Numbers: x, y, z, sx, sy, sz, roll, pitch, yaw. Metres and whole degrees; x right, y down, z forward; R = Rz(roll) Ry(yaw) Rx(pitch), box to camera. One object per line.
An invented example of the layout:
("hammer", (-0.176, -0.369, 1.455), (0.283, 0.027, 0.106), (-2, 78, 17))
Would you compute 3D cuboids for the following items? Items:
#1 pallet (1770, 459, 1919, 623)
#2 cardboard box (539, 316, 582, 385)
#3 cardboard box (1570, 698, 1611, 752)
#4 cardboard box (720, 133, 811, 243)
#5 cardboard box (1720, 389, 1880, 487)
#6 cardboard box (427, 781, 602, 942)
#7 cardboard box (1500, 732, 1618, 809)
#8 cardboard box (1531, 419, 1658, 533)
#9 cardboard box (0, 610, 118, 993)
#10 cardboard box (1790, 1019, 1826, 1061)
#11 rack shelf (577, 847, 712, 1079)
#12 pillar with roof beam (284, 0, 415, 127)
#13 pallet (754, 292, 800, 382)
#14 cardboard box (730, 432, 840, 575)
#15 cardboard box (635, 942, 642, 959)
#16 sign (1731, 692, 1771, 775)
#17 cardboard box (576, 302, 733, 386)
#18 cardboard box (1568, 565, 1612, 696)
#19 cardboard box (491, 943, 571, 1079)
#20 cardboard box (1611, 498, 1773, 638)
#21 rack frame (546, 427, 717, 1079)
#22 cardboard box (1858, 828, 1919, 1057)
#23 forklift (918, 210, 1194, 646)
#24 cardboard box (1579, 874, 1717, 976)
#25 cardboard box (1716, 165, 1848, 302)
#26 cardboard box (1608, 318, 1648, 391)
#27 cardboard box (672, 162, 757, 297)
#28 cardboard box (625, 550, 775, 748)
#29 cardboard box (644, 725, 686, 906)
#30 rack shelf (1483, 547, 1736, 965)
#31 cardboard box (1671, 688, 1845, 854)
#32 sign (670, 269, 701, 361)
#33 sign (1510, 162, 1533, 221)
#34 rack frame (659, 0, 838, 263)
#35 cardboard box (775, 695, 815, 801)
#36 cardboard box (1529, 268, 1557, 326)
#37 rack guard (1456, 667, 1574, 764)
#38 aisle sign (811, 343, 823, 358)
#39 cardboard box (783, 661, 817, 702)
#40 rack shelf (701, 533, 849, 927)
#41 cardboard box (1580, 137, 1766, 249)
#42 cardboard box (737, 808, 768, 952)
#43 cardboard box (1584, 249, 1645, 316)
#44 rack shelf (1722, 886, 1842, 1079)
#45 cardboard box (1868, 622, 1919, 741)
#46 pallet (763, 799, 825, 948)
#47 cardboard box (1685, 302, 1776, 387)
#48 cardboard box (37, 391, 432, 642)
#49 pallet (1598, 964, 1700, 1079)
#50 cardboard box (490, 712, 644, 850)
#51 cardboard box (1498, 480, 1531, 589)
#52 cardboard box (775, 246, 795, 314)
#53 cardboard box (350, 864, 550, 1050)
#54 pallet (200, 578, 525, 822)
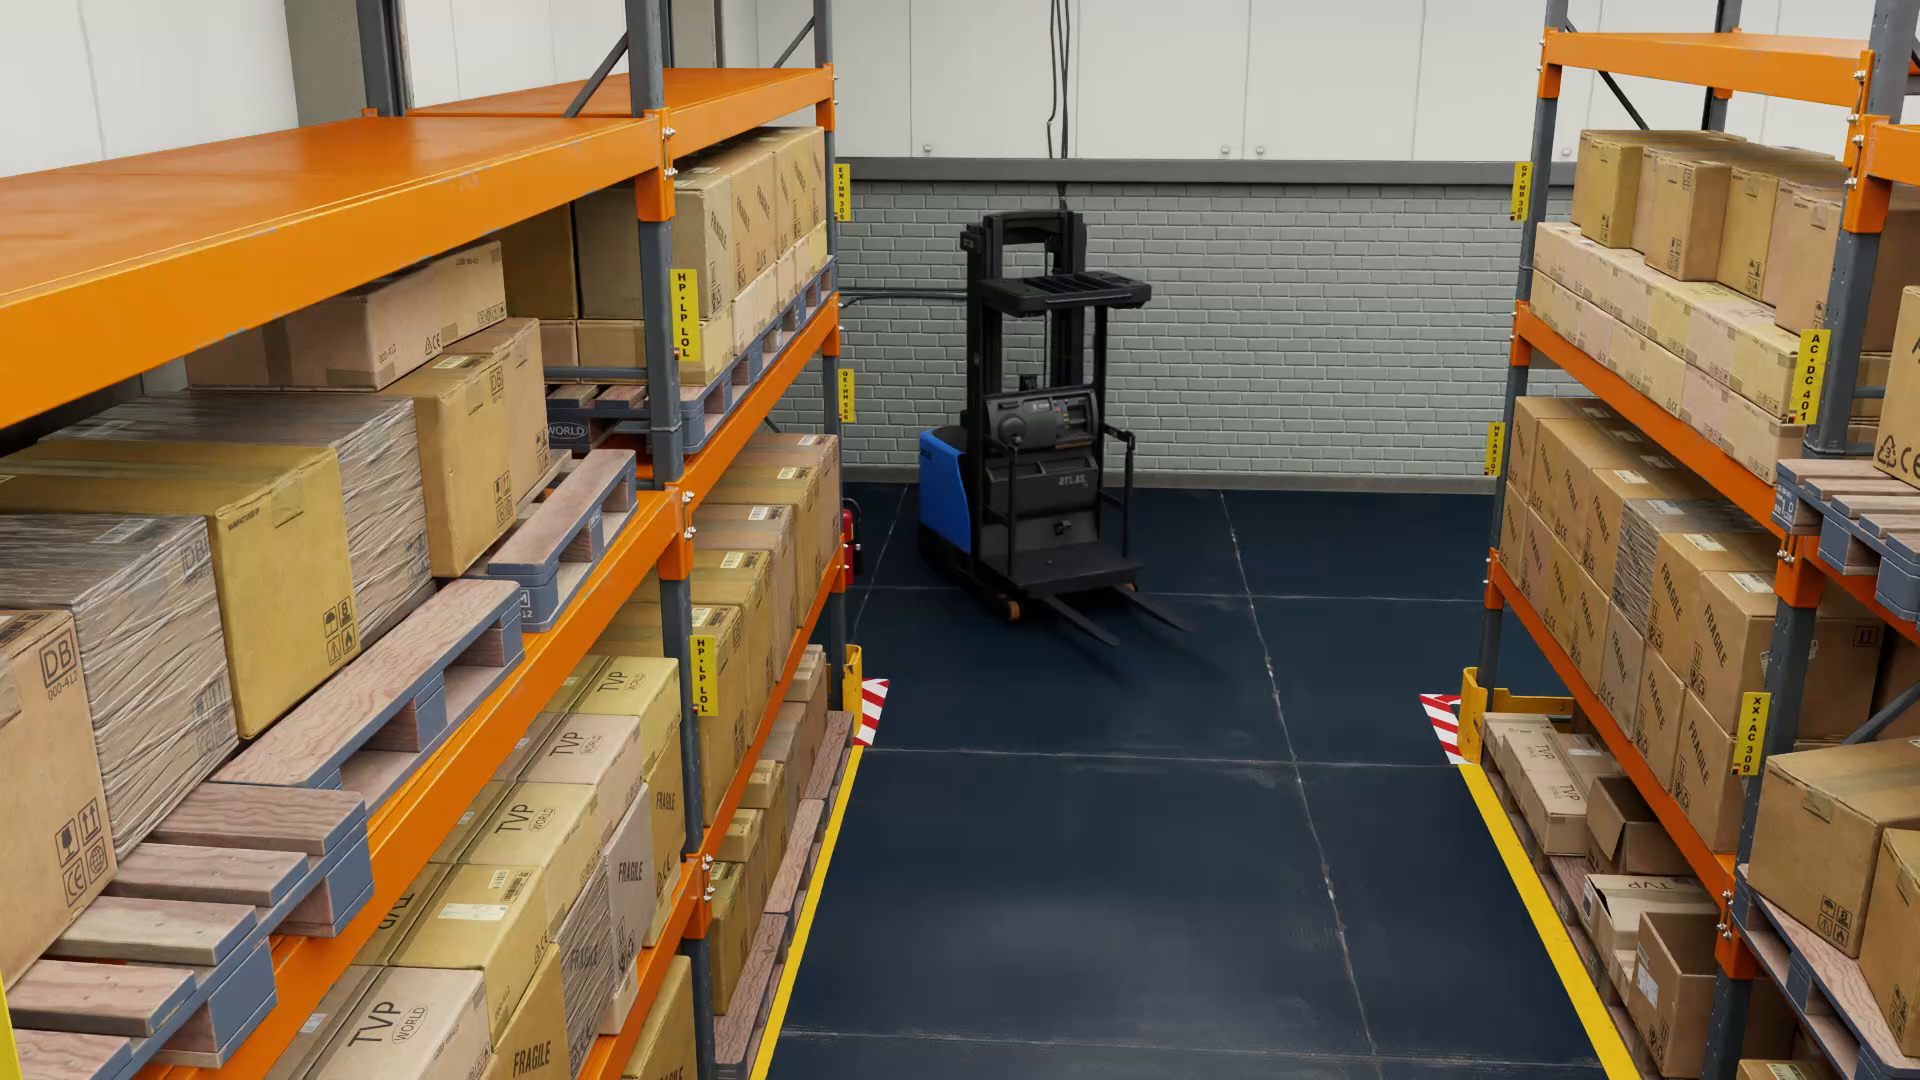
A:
("pallet", (3.310, -0.007, 5.111), (1.213, 0.211, 1.003), (1, 18, 4))
("cardboard box", (-1.700, -0.800, 6.636), (0.500, 0.250, 0.500), (1, 18, 4))
("cardboard box", (3.920, 1.039, 9.742), (0.500, 0.500, 0.500), (1, 18, 4))
("cardboard box", (-1.055, -1.792, 8.460), (0.500, 0.500, 0.500), (2, 18, 6))
("cardboard box", (3.196, -0.383, 6.197), (0.500, 0.250, 0.500), (1, 18, 4))
("cardboard box", (-1.376, 0.932, 4.887), (0.500, 0.250, 0.500), (2, 18, 5))
("cardboard box", (3.355, 1.301, 9.343), (0.500, 0.250, 0.500), (1, 18, 4))
("cardboard box", (3.388, -0.342, 8.884), (0.500, 0.500, 0.500), (1, 18, 4))
("cardboard box", (-1.825, 0.430, 2.608), (0.700, 0.500, 0.500), (0, 18, 0))
("cardboard box", (3.672, 2.072, 6.895), (0.500, 0.311, 0.500), (1, 18, 4))
("rack shelf", (-1.658, 1.982, 4.712), (1.077, 0.370, 4.000), (1, 18, 4))
("pillar with roof beam", (1.966, -1.972, 5.991), (9.100, 9.000, 0.400), (1, 18, 4))
("pallet", (-1.356, -0.996, 7.971), (1.003, 0.211, 1.213), (1, 18, 4))
("cardboard box", (-1.255, -0.207, 9.757), (0.980, 0.700, 0.700), (2, 18, 6))
("cardboard box", (-1.315, 1.398, 5.709), (0.380, 0.149, 0.250), (2, 18, 6))
("sign", (2.885, 0.707, 6.057), (0.100, 0.325, 0.005), (1, 18, 4))
("cardboard box", (-1.202, -0.791, 6.608), (0.500, 0.250, 0.500), (1, 18, 4))
("cardboard box", (3.310, 0.442, 8.097), (0.500, 0.500, 0.500), (2, 18, 5))
("cardboard box", (-1.398, 1.439, 4.543), (0.500, 0.500, 0.500), (2, 18, 5))
("cardboard box", (3.275, 0.127, 7.451), (0.500, 0.500, 0.500), (1, 18, 4))
("rack frame", (-1.515, 1.019, 6.496), (1.000, 3.000, 0.127), (1, 18, 4))
("cardboard box", (3.183, 1.238, 4.991), (0.700, 0.500, 0.500), (4, 19, 13))
("forklift", (0.723, -0.925, 12.539), (1.130, 2.935, 3.031), (-8, 20, -23))
("cardboard box", (3.238, 1.781, 7.782), (0.500, 0.311, 0.500), (1, 18, 4))
("cardboard box", (3.630, -1.279, 6.926), (0.700, 0.500, 0.500), (1, 18, 4))
("cardboard box", (3.310, -0.848, 7.619), (0.500, 0.250, 0.500), (1, 18, 4))
("cardboard box", (-1.153, -1.314, 6.999), (0.500, 0.500, 0.500), (1, 18, 3))
("cardboard box", (-1.402, 0.482, 7.654), (0.980, 0.700, 0.700), (1, 18, 3))
("cardboard box", (-1.297, 0.970, 5.976), (0.500, 0.500, 0.500), (1, 18, 3))
("rack shelf", (3.570, 0.849, 8.170), (1.077, 0.370, 4.000), (1, 18, 4))
("cardboard box", (3.206, 0.920, 6.638), (0.500, 0.500, 0.500), (2, 18, 5))
("sign", (-0.973, -0.793, 5.872), (0.100, 0.325, 0.005), (1, 18, 4))
("sign", (3.172, -1.967, 9.387), (0.100, 0.325, 0.005), (1, 18, 4))
("rack frame", (-1.228, -3.074, 9.353), (1.000, 3.000, 0.127), (1, 18, 4))
("cardboard box", (-1.214, 1.140, 9.467), (0.700, 0.500, 0.500), (1, 18, 4))
("cardboard box", (3.423, -1.314, 9.040), (0.500, 0.250, 0.500), (1, 18, 4))
("rack guard", (3.708, 1.098, 10.271), (1.175, 0.500, 0.348), (1, 18, 4))
("aisle sign", (-0.924, -1.474, 9.930), (0.394, 0.787, 0.004), (1, 18, 4))
("cardboard box", (-1.024, 0.800, 9.463), (0.380, 0.149, 0.250), (2, 18, 5))
("rack shelf", (-1.371, 0.740, 8.504), (1.077, 0.370, 4.000), (1, 18, 4))
("cardboard box", (3.572, -1.749, 8.359), (0.700, 0.500, 0.500), (1, 18, 4))
("cardboard box", (-1.320, 1.621, 7.998), (0.700, 0.500, 0.500), (1, 18, 3))
("cardboard box", (3.344, -1.241, 8.015), (0.500, 0.250, 0.500), (1, 18, 4))
("rack shelf", (3.283, 2.091, 4.378), (1.077, 0.370, 4.000), (1, 18, 4))
("cardboard box", (3.741, 0.466, 6.418), (0.500, 0.500, 0.500), (2, 18, 5))
("pallet", (-1.297, 1.730, 8.805), (1.003, 0.211, 1.213), (1, 18, 4))
("cardboard box", (3.230, -0.776, 6.594), (0.500, 0.250, 0.500), (1, 18, 4))
("cardboard box", (-1.763, -0.064, 4.116), (0.700, 0.500, 0.500), (1, 18, 4))
("pallet", (3.477, 2.240, 7.247), (1.003, 0.211, 1.213), (1, 18, 4))
("cardboard box", (-1.339, 0.774, 5.370), (0.500, 0.250, 0.500), (2, 18, 5))
("cardboard box", (3.418, -0.030, 9.535), (0.500, 0.500, 0.500), (2, 18, 5))
("cardboard box", (-1.084, -1.268, 8.063), (0.500, 0.250, 0.500), (1, 18, 2))
("cardboard box", (-1.412, 1.090, 4.404), (0.500, 0.250, 0.500), (1, 18, 3))
("pallet", (-1.731, 0.377, 3.941), (1.003, 0.211, 1.213), (2, 18, 6))
